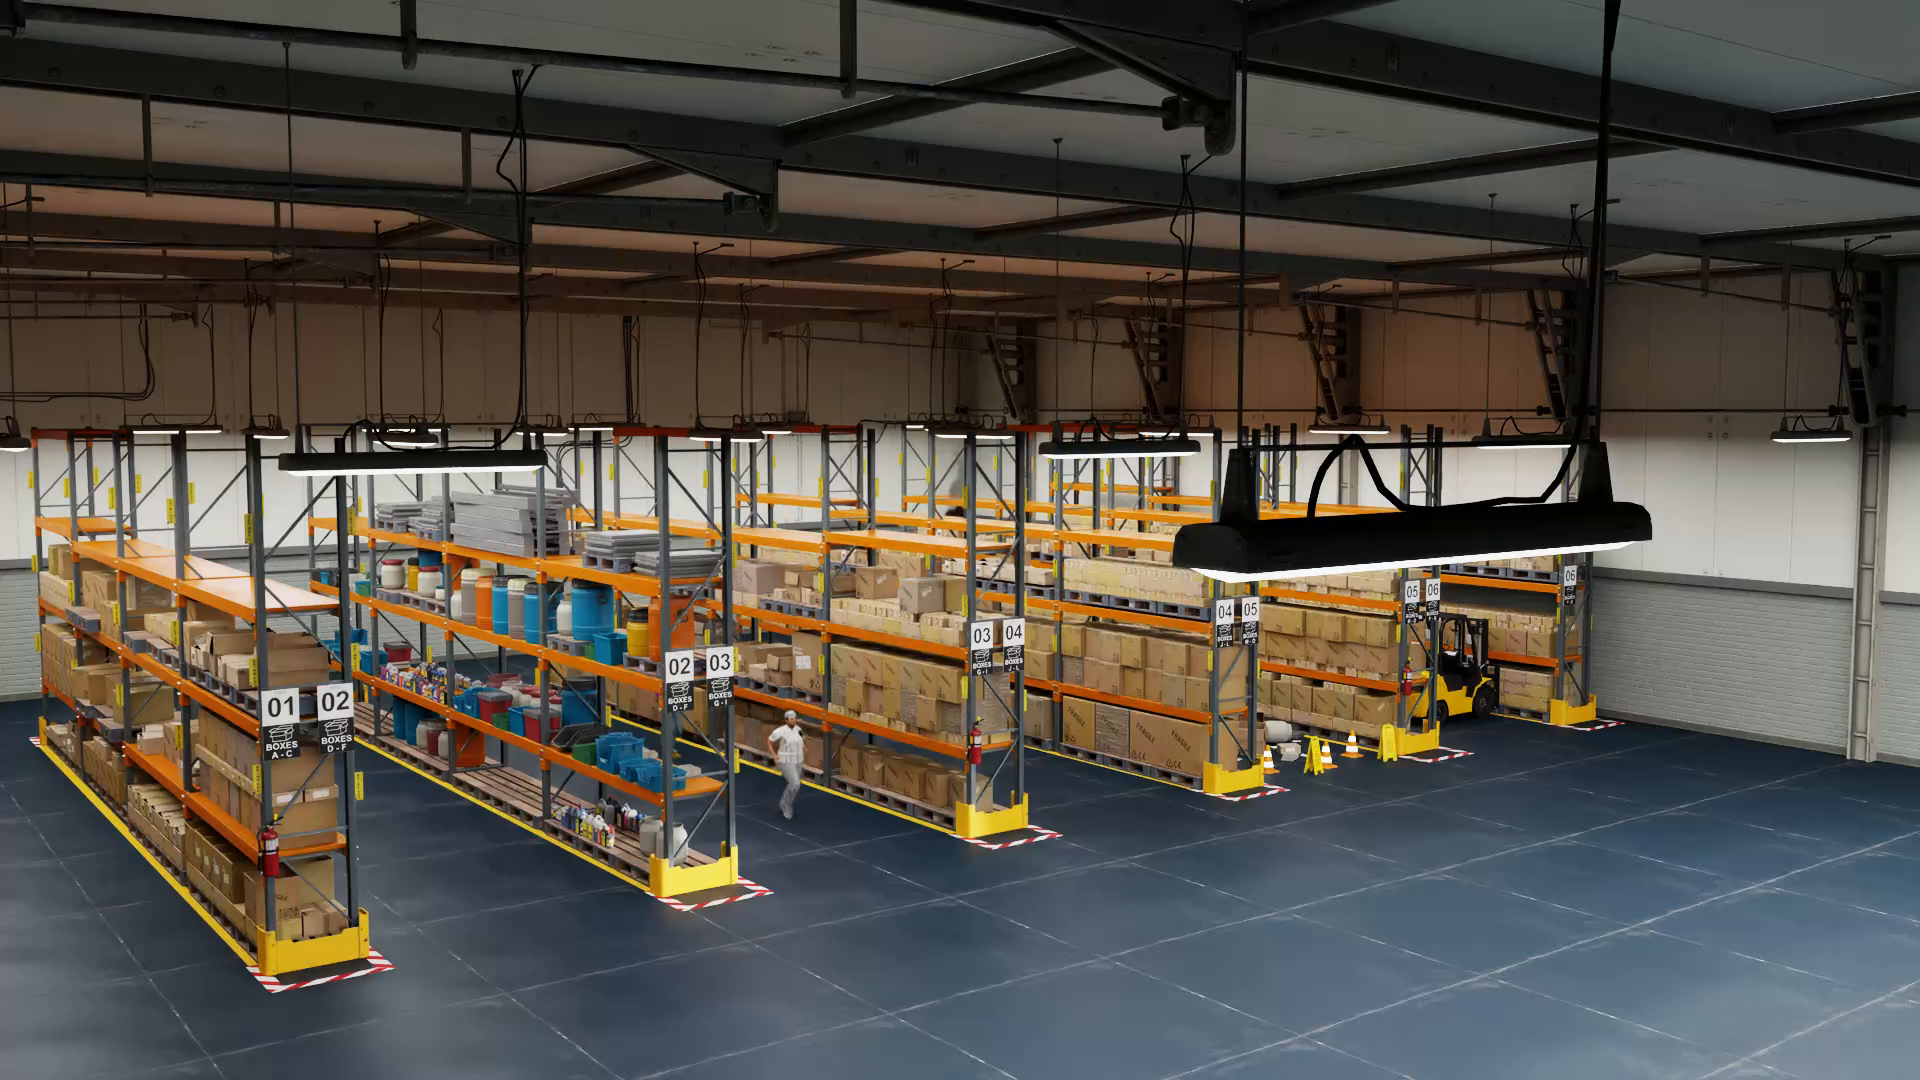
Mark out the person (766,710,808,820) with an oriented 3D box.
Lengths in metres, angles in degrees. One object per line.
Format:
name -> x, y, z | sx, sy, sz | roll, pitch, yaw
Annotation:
person -> -2.622, 3.483, 25.808 | 0.687, 1.684, 0.582 | 4, 6, 41

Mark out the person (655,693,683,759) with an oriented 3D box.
person -> -5.250, 3.114, 30.270 | 0.686, 1.704, 0.753 | -3, 5, -33
